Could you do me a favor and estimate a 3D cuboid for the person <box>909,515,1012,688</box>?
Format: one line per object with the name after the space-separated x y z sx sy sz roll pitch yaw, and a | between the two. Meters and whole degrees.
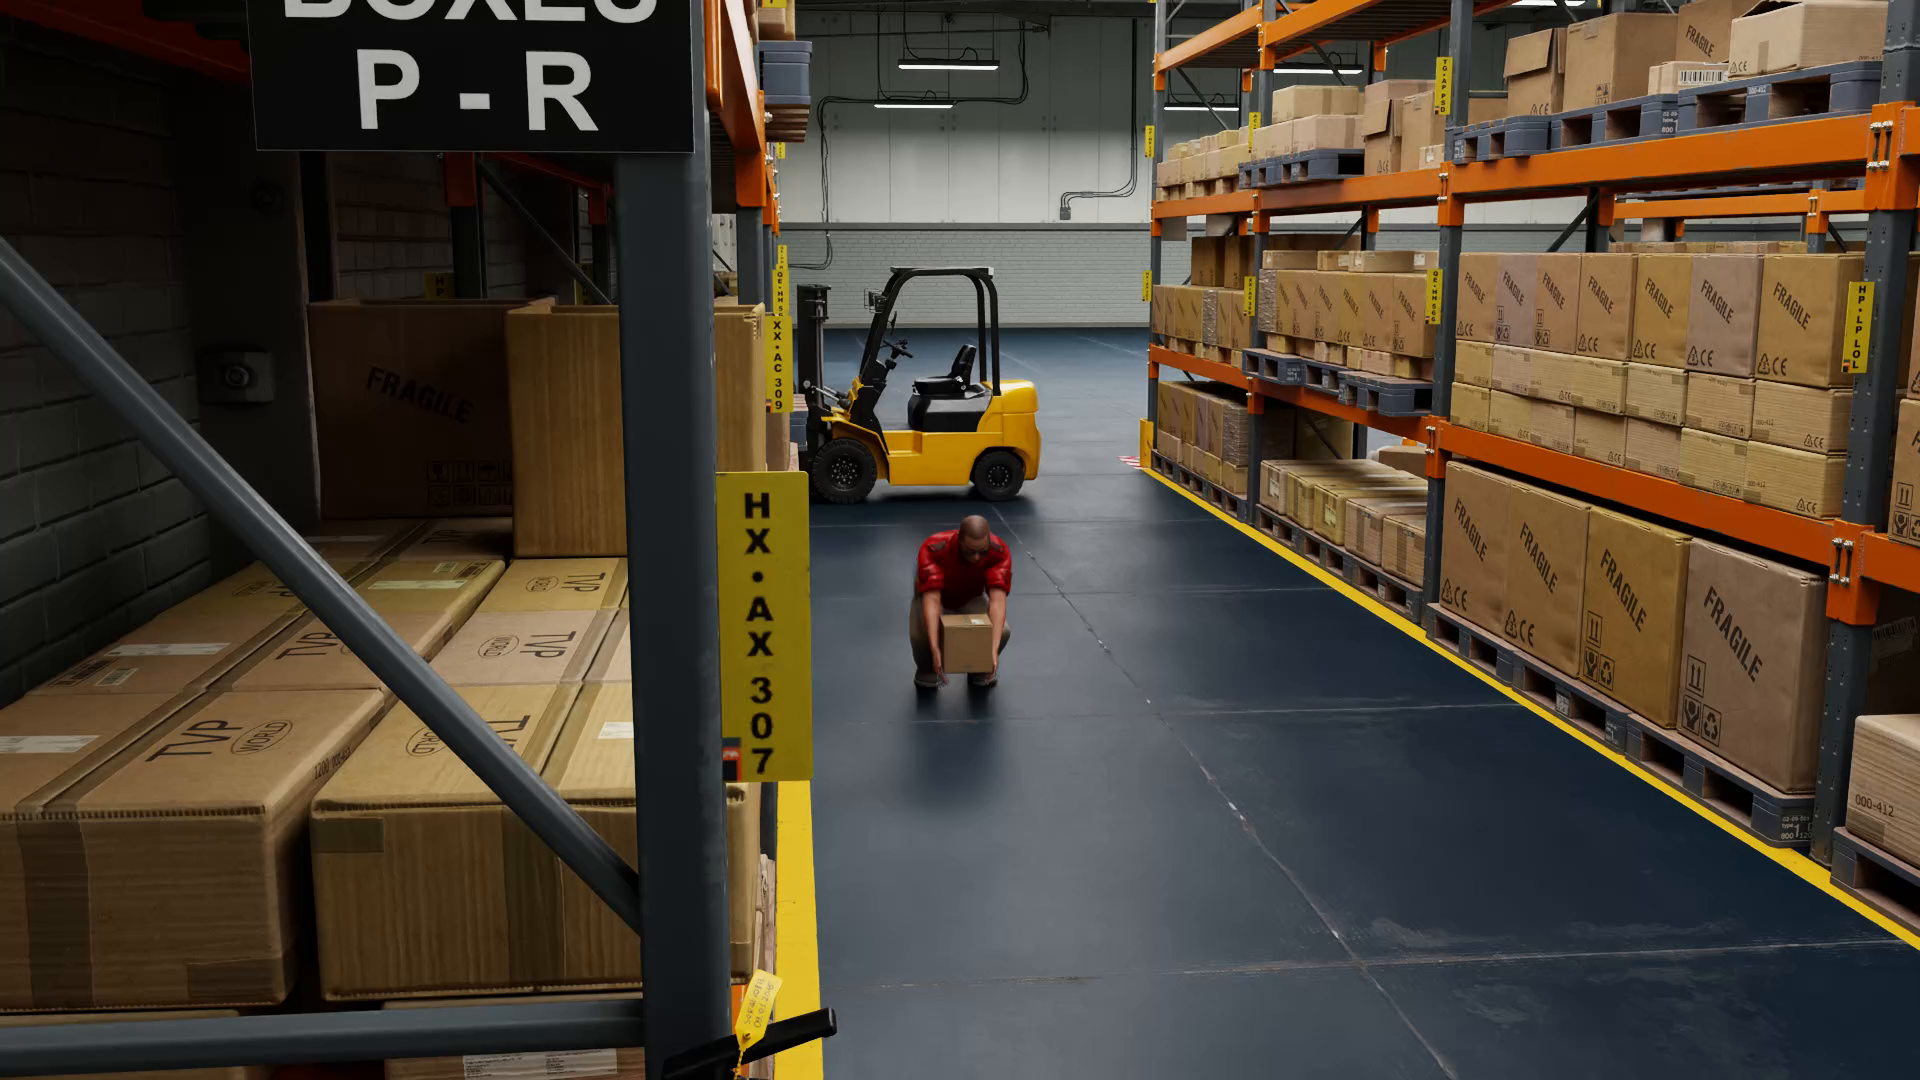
-0.007 0.317 8.840 0.544 0.987 0.883 -1 10 -7 | person
